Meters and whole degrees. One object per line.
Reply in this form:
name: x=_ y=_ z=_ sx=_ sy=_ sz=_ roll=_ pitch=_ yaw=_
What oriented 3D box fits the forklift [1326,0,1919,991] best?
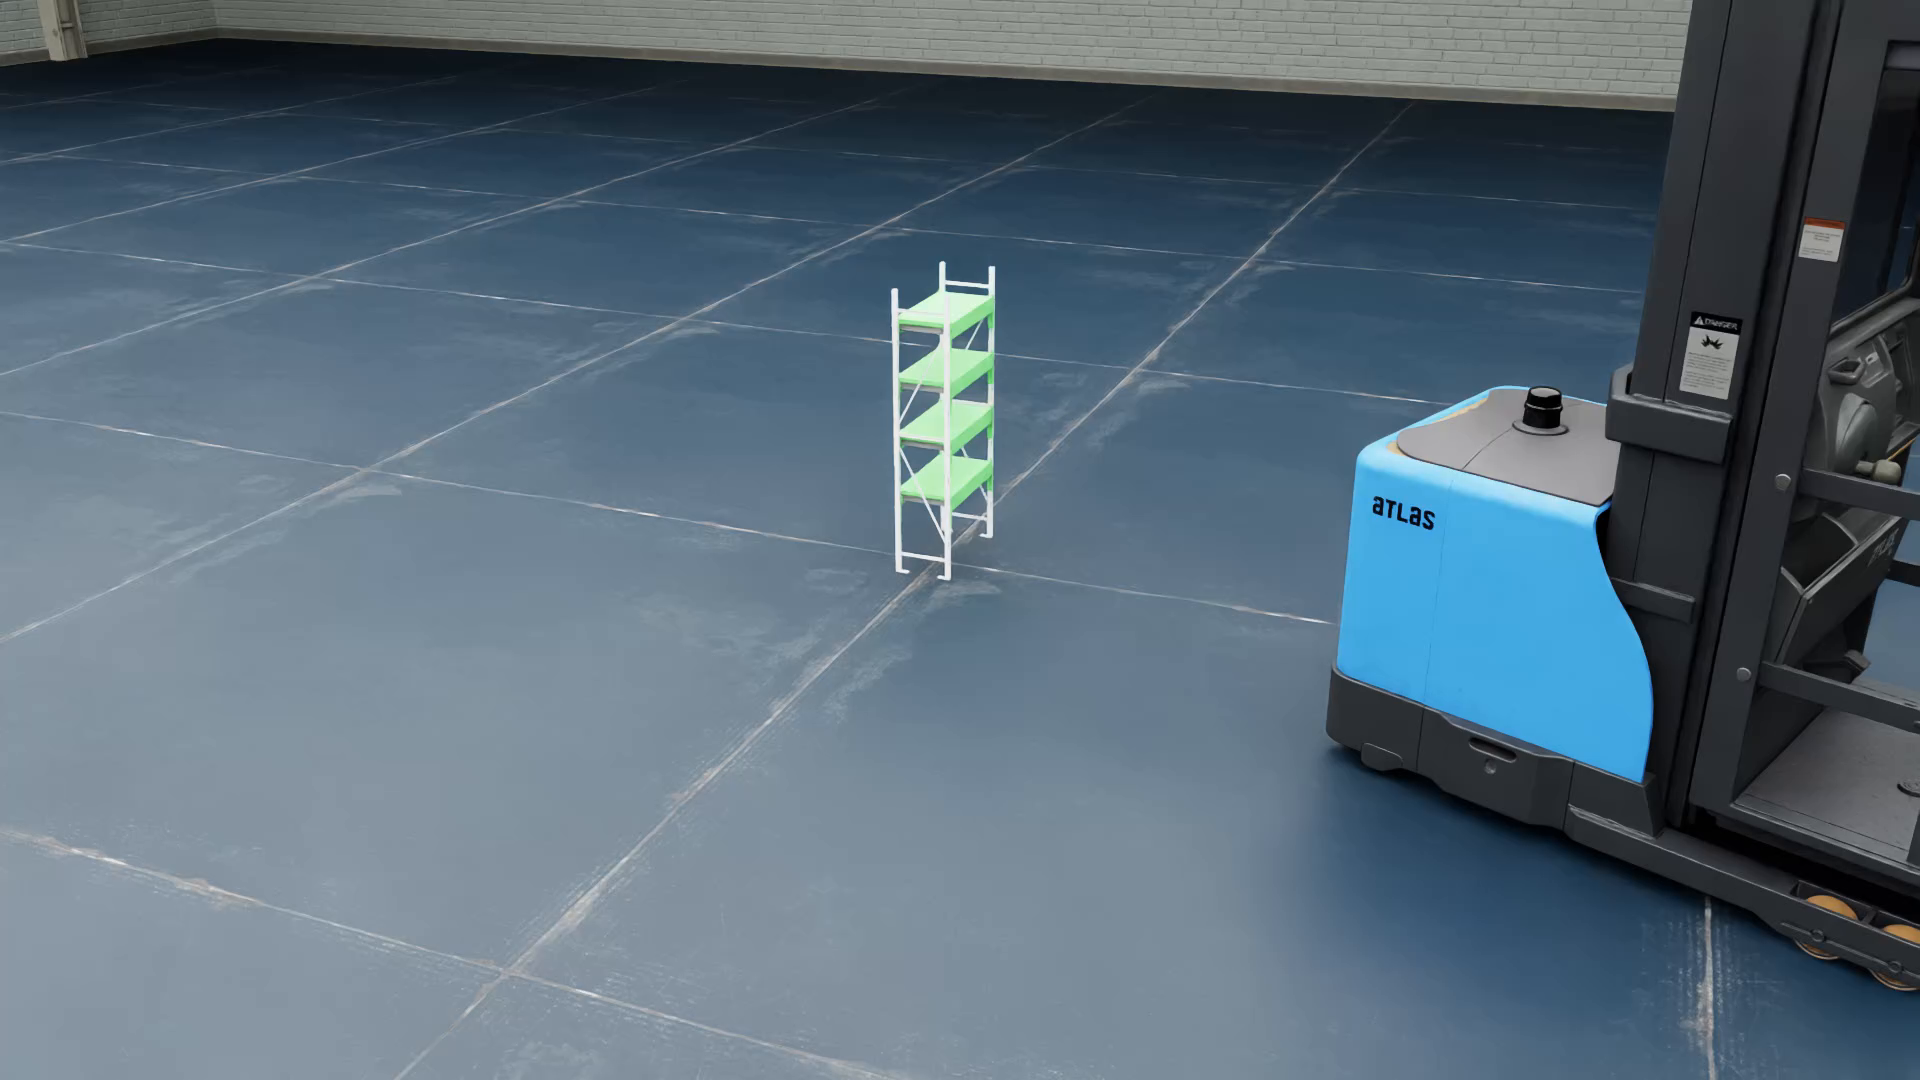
forklift: x=2.634 y=-0.389 z=4.379 sx=3.031 sy=2.935 sz=1.130 roll=20 pitch=30 yaw=39

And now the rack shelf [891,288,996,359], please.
rack shelf: x=-0.062 y=-0.878 z=6.717 sx=0.258 sy=0.148 sz=0.480 roll=9 pitch=24 yaw=20

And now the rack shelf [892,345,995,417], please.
rack shelf: x=-0.061 y=-0.657 z=6.809 sx=0.258 sy=0.148 sz=0.480 roll=9 pitch=24 yaw=20

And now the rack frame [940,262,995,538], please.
rack frame: x=0.029 y=-0.582 z=7.086 sx=0.240 sy=1.200 sz=0.015 roll=9 pitch=24 yaw=20

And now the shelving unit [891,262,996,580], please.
shelving unit: x=-0.061 y=-0.494 z=6.877 sx=0.258 sy=1.200 sz=0.503 roll=9 pitch=24 yaw=20

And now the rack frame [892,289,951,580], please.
rack frame: x=-0.152 y=-0.407 z=6.668 sx=0.240 sy=1.200 sz=0.015 roll=9 pitch=24 yaw=20

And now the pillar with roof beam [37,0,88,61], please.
pillar with roof beam: x=-8.652 y=-10.365 z=20.389 sx=9.100 sy=9.000 sz=0.400 roll=9 pitch=24 yaw=20

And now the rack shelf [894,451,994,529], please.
rack shelf: x=-0.061 y=-0.214 z=6.994 sx=0.258 sy=0.148 sz=0.480 roll=9 pitch=24 yaw=20

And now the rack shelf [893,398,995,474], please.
rack shelf: x=-0.061 y=-0.435 z=6.902 sx=0.258 sy=0.148 sz=0.480 roll=9 pitch=24 yaw=20
